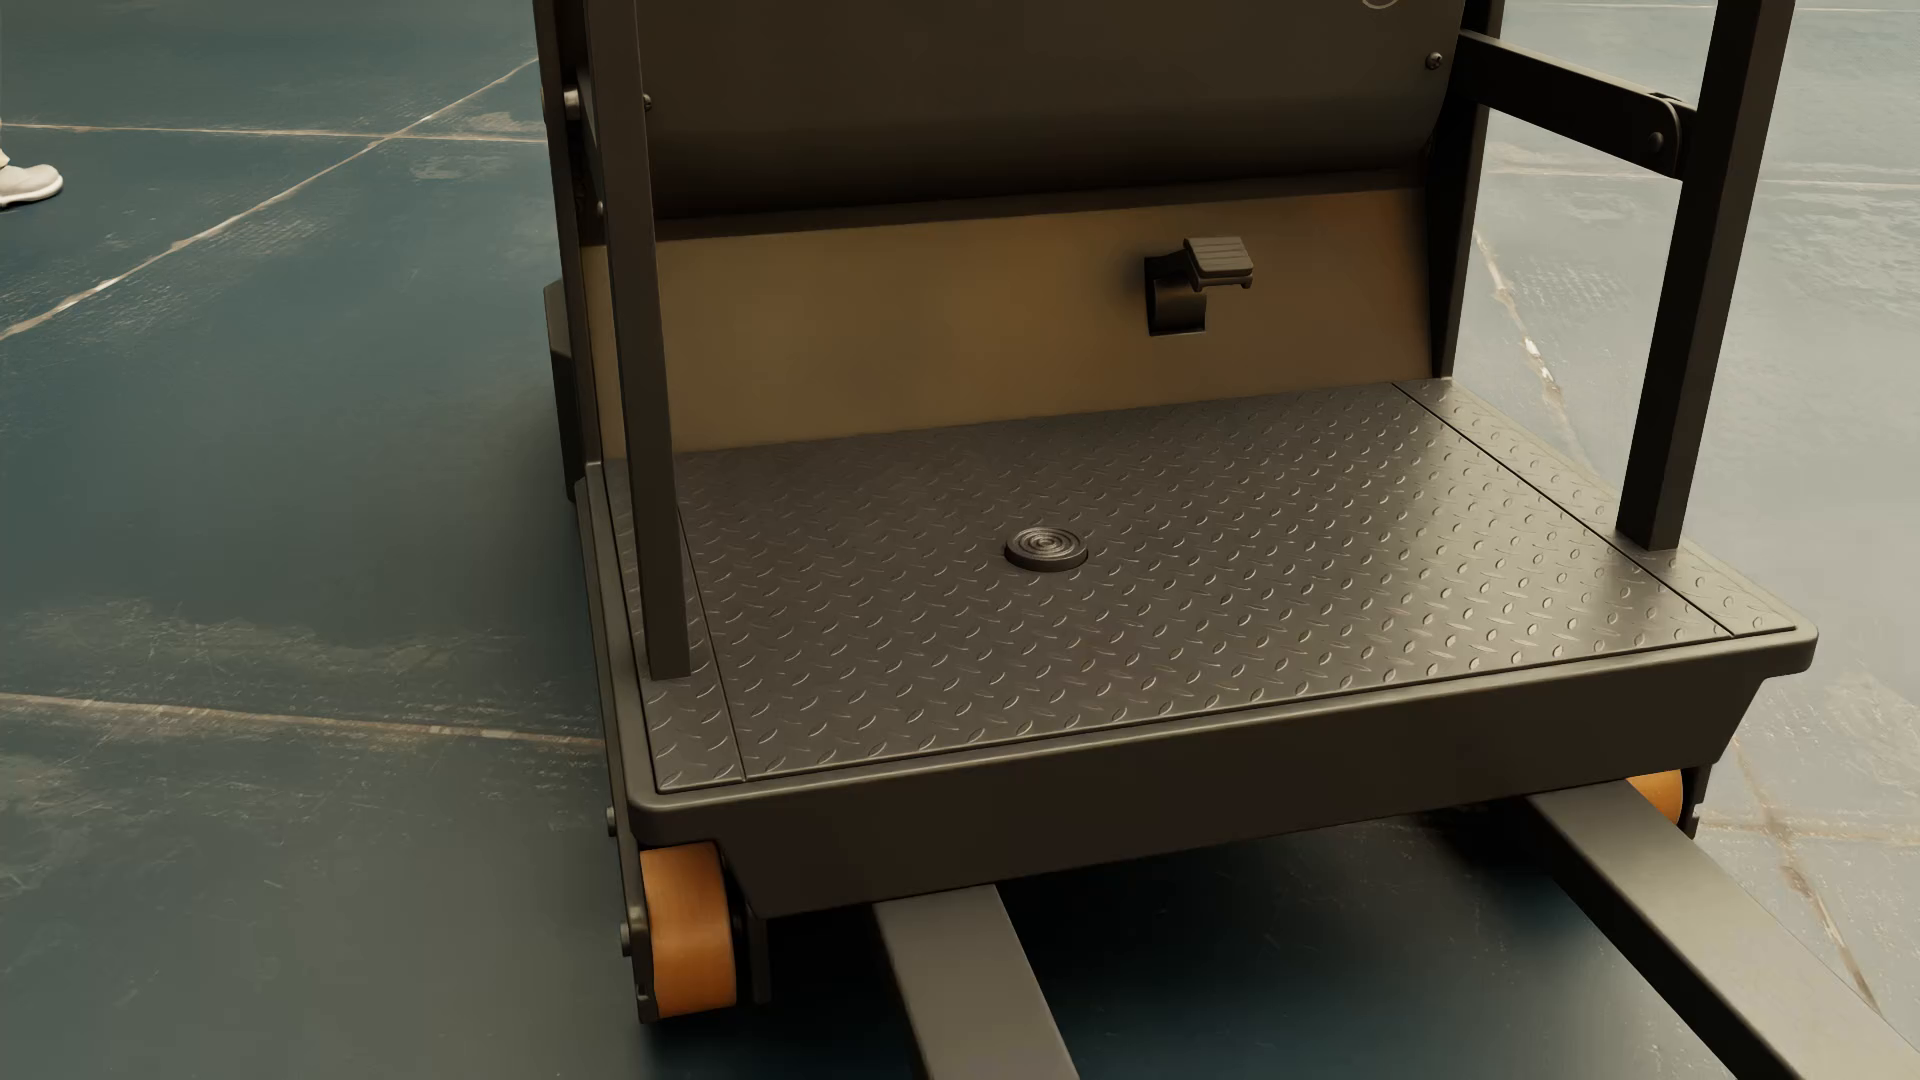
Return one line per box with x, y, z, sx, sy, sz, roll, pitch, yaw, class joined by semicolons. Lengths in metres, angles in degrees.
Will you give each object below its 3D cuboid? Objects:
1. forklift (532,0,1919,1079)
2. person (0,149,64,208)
0.153;-1.049;1.319;1.130;2.935;3.031;-7;27;-13;forklift
-2.609;-1.612;3.819;0.748;1.709;0.518;12;29;22;person
